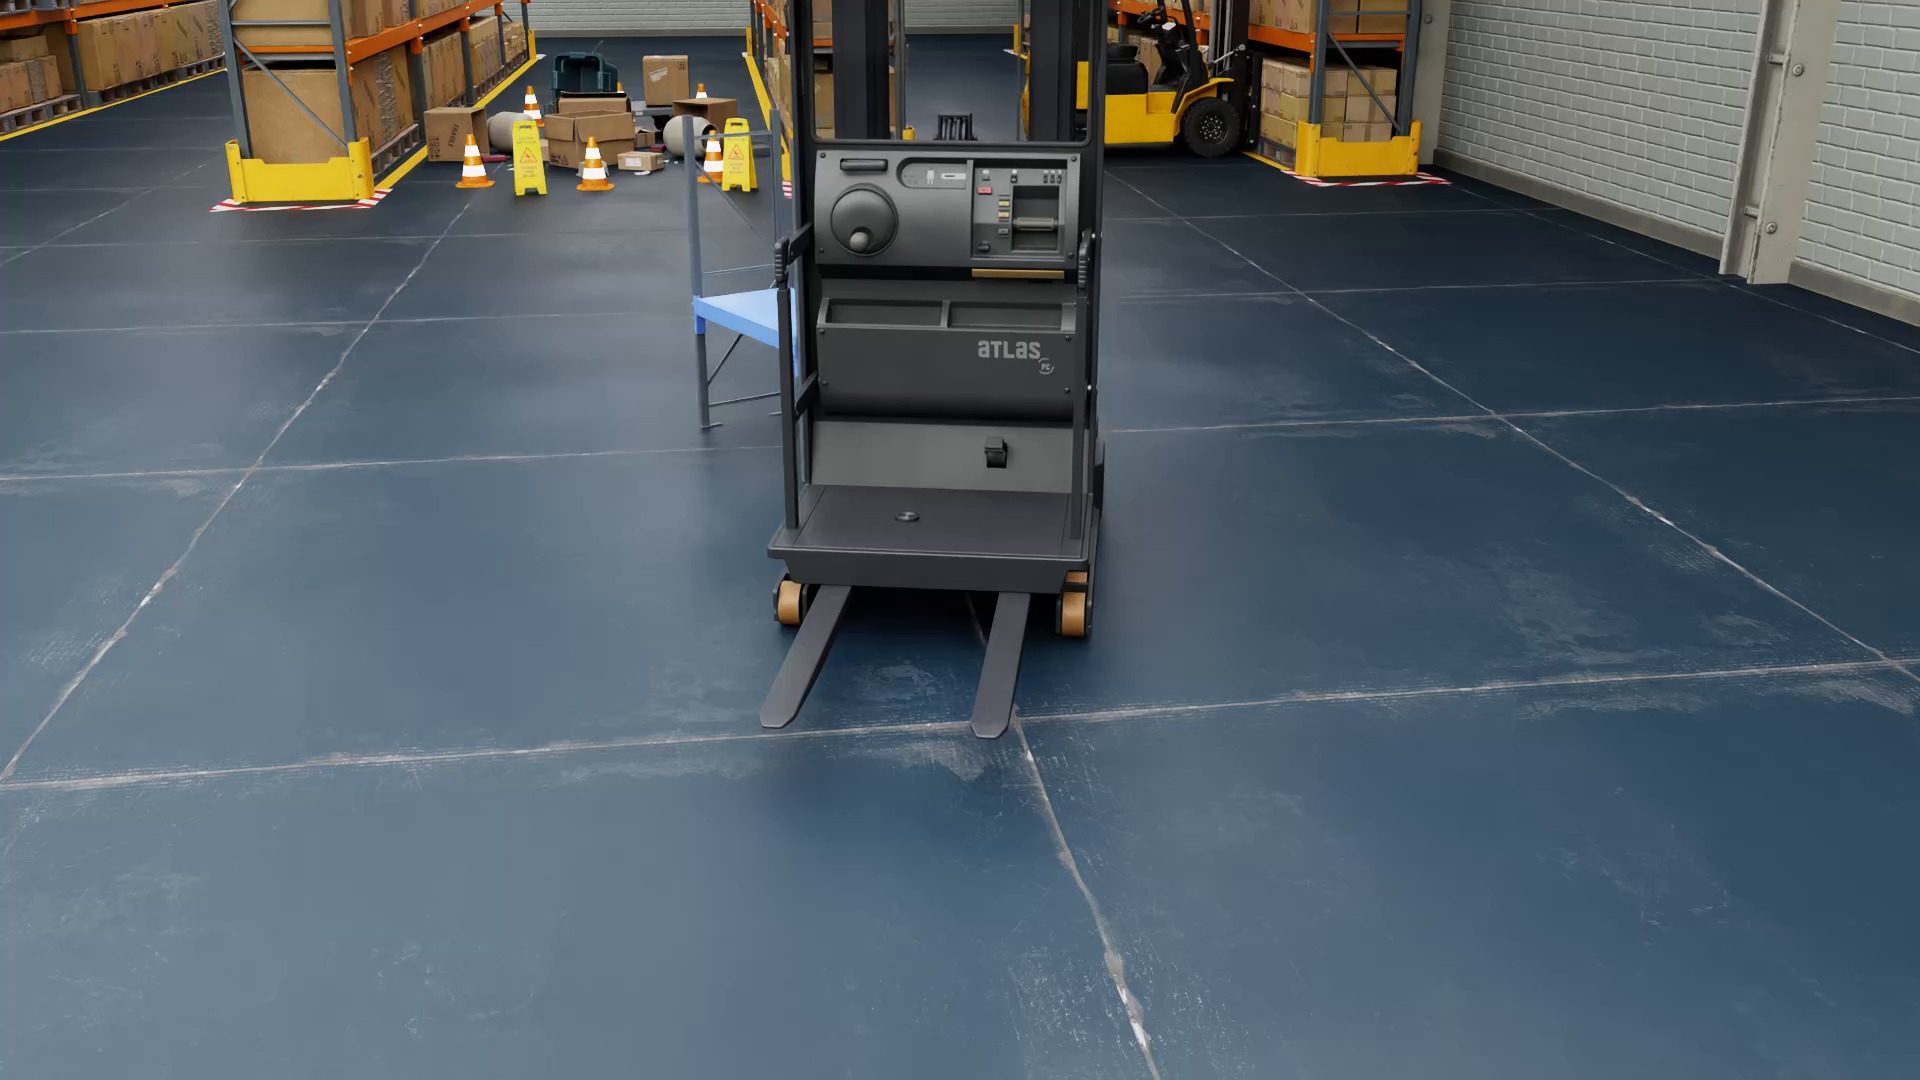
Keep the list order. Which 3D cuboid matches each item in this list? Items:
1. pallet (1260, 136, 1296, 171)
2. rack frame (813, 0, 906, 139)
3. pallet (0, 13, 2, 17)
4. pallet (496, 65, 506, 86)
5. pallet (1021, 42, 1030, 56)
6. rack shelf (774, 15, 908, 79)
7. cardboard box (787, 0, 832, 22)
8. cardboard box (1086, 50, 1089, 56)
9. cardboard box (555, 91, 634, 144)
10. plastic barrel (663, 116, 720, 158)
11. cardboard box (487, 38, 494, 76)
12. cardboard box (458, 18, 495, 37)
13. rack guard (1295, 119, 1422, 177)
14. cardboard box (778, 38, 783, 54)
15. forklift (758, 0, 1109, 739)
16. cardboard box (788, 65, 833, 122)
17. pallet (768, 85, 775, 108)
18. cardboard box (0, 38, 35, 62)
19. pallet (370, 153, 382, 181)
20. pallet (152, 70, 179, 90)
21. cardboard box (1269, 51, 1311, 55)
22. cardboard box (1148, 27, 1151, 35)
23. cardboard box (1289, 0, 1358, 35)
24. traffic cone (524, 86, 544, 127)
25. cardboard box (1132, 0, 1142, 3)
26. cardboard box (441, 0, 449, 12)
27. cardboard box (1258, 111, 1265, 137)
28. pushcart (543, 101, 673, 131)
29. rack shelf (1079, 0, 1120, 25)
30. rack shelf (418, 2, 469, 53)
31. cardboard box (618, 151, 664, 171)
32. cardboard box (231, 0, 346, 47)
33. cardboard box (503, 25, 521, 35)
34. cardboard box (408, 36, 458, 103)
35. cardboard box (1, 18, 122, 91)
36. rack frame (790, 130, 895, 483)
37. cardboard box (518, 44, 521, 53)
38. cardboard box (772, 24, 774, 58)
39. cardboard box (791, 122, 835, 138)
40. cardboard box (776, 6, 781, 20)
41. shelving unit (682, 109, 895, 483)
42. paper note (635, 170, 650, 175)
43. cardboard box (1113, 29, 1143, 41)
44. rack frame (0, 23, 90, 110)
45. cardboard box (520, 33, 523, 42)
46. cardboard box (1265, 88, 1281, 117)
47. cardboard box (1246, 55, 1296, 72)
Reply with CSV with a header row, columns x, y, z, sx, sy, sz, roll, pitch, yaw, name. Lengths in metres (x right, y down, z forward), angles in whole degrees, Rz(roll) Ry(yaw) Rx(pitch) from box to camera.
x,y,z,sx,sy,sz,roll,pitch,yaw,name
3.748,-3.987,17.090,1.003,0.211,1.213,-3,21,-8,pallet
-1.011,-4.779,15.225,1.000,3.000,0.127,-3,21,-8,rack frame
-11.360,-5.846,18.357,1.003,0.211,1.213,-3,21,-8,pallet
-7.511,-7.074,25.353,1.003,0.211,1.213,-3,21,-8,pallet
1.721,-8.962,30.410,1.003,0.211,1.213,-3,21,-8,pallet
-1.299,-5.135,17.205,1.077,0.370,4.000,-3,21,-8,rack shelf
-1.362,-5.139,15.621,0.500,0.500,0.500,-3,21,-9,cardboard box
2.240,-7.496,25.471,0.500,0.500,0.500,-4,21,-10,cardboard box
-3.913,-4.477,17.790,0.797,0.637,0.503,-3,21,-8,cardboard box
-2.807,-4.211,17.386,0.512,0.421,0.421,12,24,30,plastic barrel
-7.125,-7.076,24.347,0.500,0.500,0.500,-3,21,-9,cardboard box
-7.206,-7.603,24.685,0.500,0.250,0.500,-2,21,-5,cardboard box
3.904,-3.852,16.314,1.175,0.500,0.348,-3,21,-8,rack guard
-1.811,-5.464,18.389,0.380,0.149,0.250,-3,21,-7,cardboard box
-0.067,-1.155,5.620,1.130,2.935,3.031,2,21,6,forklift
-1.463,-4.484,16.692,0.500,0.500,0.500,-2,21,-6,cardboard box
-2.053,-5.972,22.404,1.003,0.211,1.213,-3,21,-8,pallet
-11.758,-6.022,20.425,0.500,0.250,0.500,-1,20,-2,cardboard box
-6.088,-3.461,15.682,1.003,0.211,1.213,-3,21,-8,pallet
-12.362,-6.865,24.794,1.003,0.211,1.213,-3,21,-8,pallet
3.733,-5.282,18.471,0.500,0.250,0.500,-3,21,-7,cardboard box
2.968,-7.420,24.341,0.380,0.149,0.250,-2,21,-6,cardboard box
3.569,-5.235,16.302,0.500,0.500,0.500,-3,21,-9,cardboard box
-5.171,-5.232,20.062,0.336,0.463,0.334,-3,21,-8,traffic cone
2.637,-7.390,22.430,0.500,0.250,0.500,-3,21,-9,cardboard box
-6.497,-6.646,20.080,0.500,0.500,0.500,-3,21,-7,cardboard box
3.394,-4.433,17.627,0.500,0.250,0.500,-3,21,-7,cardboard box
-3.837,-4.803,19.038,1.648,0.377,0.936,-11,23,-26,pushcart
2.459,-8.156,25.295,1.077,0.370,4.000,-3,21,-8,rack shelf
-6.760,-6.235,20.151,1.077,0.370,4.000,-3,21,-8,rack shelf
-3.199,-3.795,16.665,0.380,0.149,0.250,8,22,20,cardboard box
-5.993,-4.691,14.775,0.875,0.550,0.550,-3,21,-8,cardboard box
-7.663,-8.647,28.206,0.380,0.149,0.250,-2,21,-6,cardboard box
-6.920,-5.889,20.813,1.050,0.750,0.750,-3,21,-7,cardboard box
-12.050,-6.491,22.244,1.225,0.875,0.875,-4,21,-10,cardboard box
-0.493,-1.012,7.281,0.500,1.500,0.032,-14,24,-32,rack frame
-7.682,-8.374,28.324,0.380,0.149,0.250,-4,21,-10,cardboard box
-2.306,-7.303,24.418,0.875,0.875,0.875,-3,21,-7,cardboard box
-1.397,-3.962,16.368,0.500,0.250,0.500,-3,21,-8,cardboard box
-1.860,-5.921,18.642,0.380,0.149,0.250,-3,21,-8,cardboard box
-0.783,-1.158,7.673,0.538,1.500,1.048,-14,24,-32,shelving unit
-3.117,-3.615,16.352,0.148,0.019,0.142,-11,23,-26,paper note
2.425,-7.289,23.989,0.380,0.149,0.250,-4,21,-10,cardboard box
-11.971,-7.049,21.303,1.000,3.000,0.127,-3,21,-8,rack frame
-7.766,-8.687,28.736,0.380,0.149,0.250,-4,21,-10,cardboard box
3.459,-4.501,17.094,0.500,0.250,0.500,-3,21,-8,cardboard box
3.298,-5.078,17.926,0.500,0.250,0.500,-3,21,-9,cardboard box
